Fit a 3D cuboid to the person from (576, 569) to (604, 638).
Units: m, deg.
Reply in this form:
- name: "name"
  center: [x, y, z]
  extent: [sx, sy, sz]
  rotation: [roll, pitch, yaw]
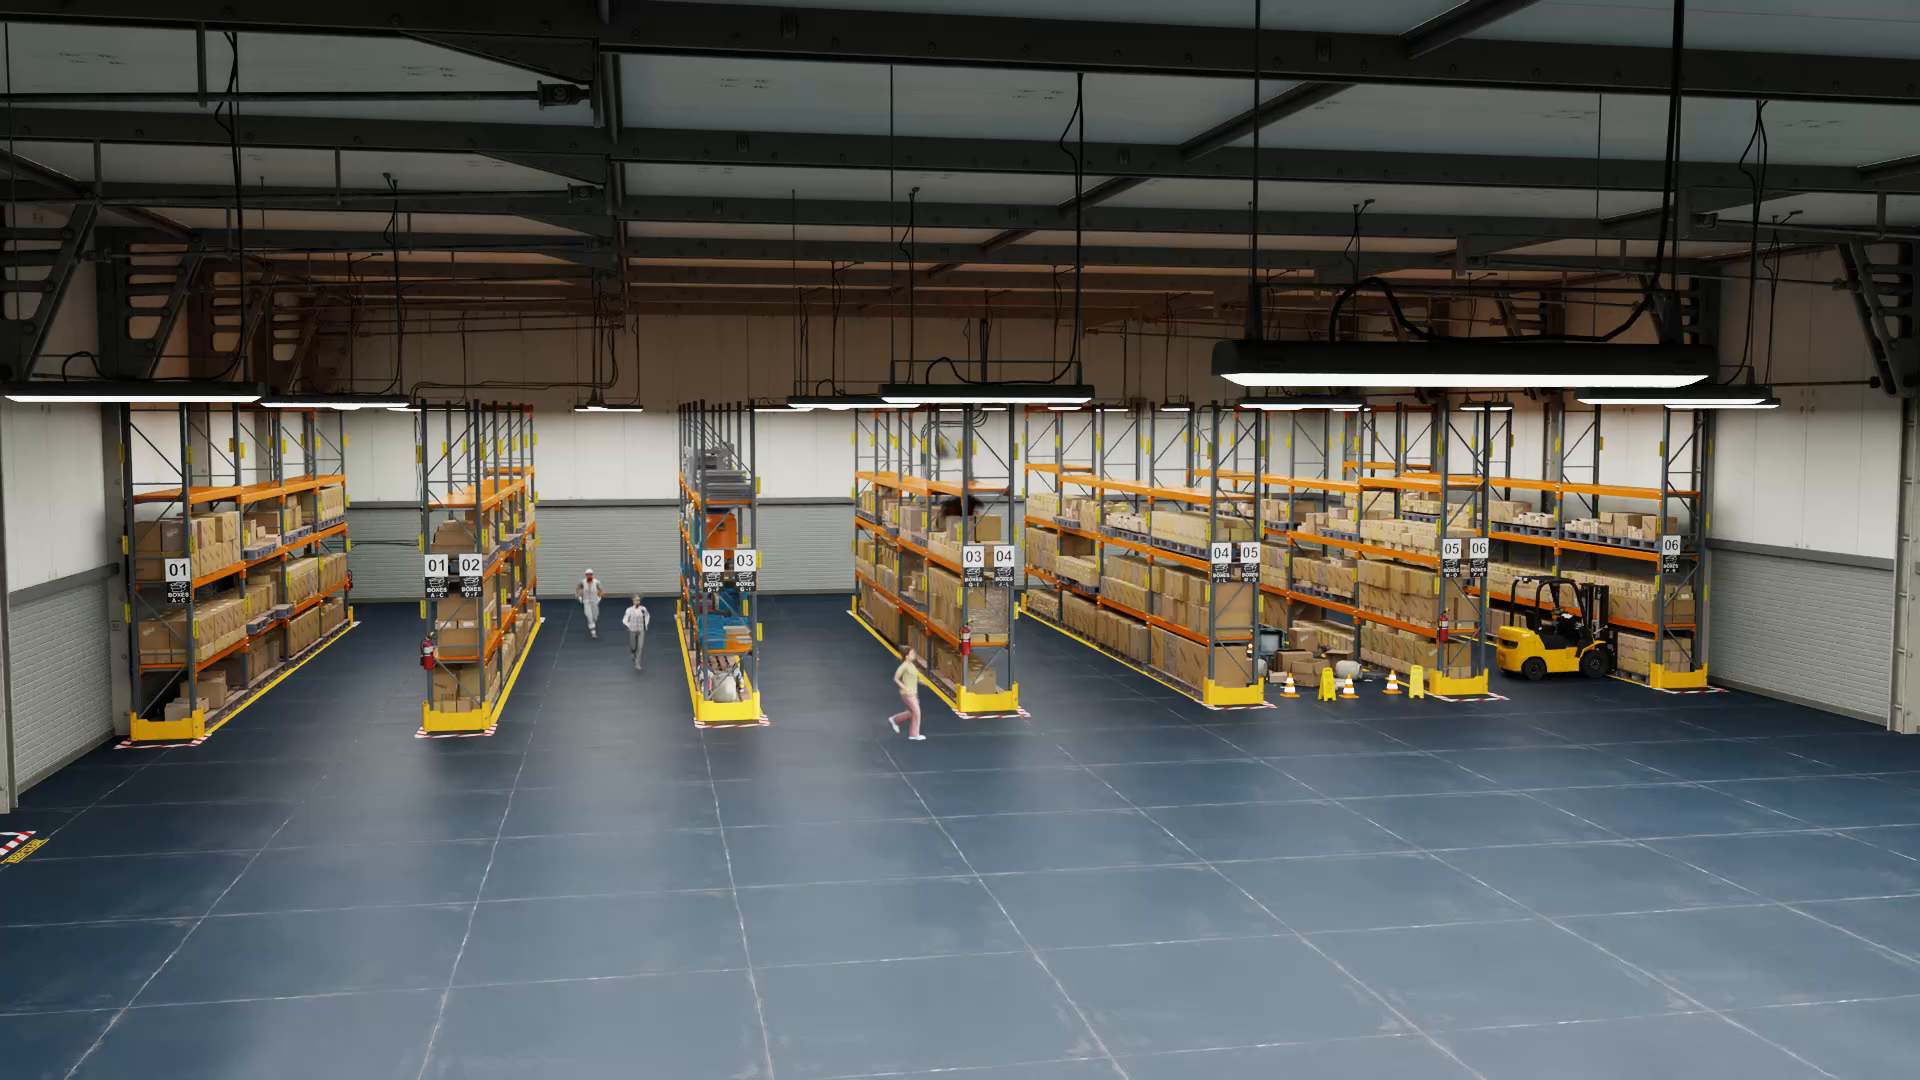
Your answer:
- name: "person"
  center: [-9.536, 1.622, 42.884]
  extent: [0.684, 1.760, 0.820]
  rotation: [-1, 4, -15]

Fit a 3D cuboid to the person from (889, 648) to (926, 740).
- name: "person"
  center: [-0.947, 2.697, 29.240]
  extent: [0.694, 1.632, 0.579]
  rotation: [2, 5, 21]

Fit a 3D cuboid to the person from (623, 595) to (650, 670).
- name: "person"
  center: [-7.314, 2.071, 37.677]
  extent: [0.627, 1.698, 0.715]
  rotation: [-1, 5, -18]
